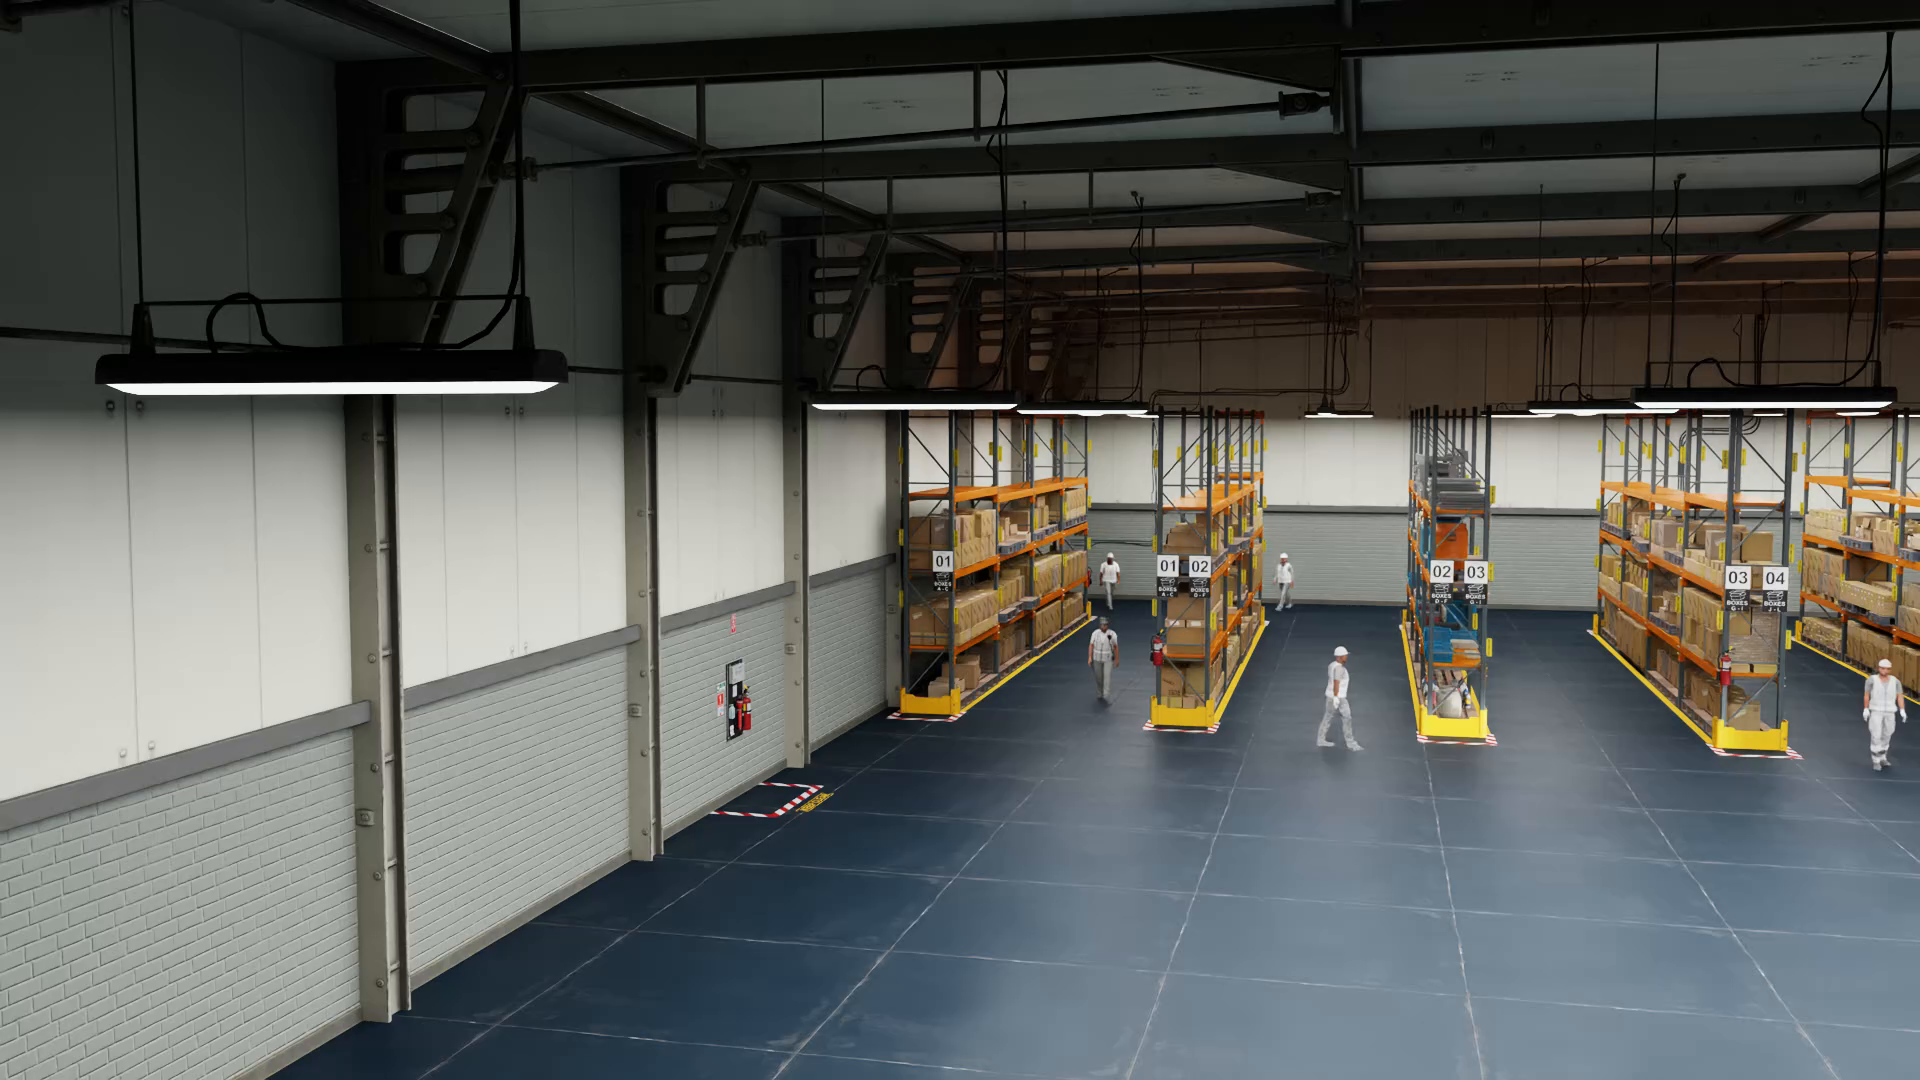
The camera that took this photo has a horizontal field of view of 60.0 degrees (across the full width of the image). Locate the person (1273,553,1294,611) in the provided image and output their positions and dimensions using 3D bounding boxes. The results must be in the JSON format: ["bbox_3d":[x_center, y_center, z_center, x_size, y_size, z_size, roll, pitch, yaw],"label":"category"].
[{"bbox_3d":[9.747,1.253,50.050,1.099,1.709,0.555,-4,5,-41],"label":"person"}]

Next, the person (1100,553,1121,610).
[{"bbox_3d":[4.545,1.245,50.327,0.577,1.706,1.122,-1,4,-12],"label":"person"}]

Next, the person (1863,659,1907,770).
[{"bbox_3d":[15.251,2.883,27.427,0.590,1.850,0.528,1,4,15],"label":"person"}]

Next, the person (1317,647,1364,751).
[{"bbox_3d":[6.627,2.758,29.054,0.765,1.786,0.585,0,4,-7],"label":"person"}]

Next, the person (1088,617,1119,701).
[{"bbox_3d":[2.891,2.425,33.821,0.576,1.704,1.074,1,4,18],"label":"person"}]
